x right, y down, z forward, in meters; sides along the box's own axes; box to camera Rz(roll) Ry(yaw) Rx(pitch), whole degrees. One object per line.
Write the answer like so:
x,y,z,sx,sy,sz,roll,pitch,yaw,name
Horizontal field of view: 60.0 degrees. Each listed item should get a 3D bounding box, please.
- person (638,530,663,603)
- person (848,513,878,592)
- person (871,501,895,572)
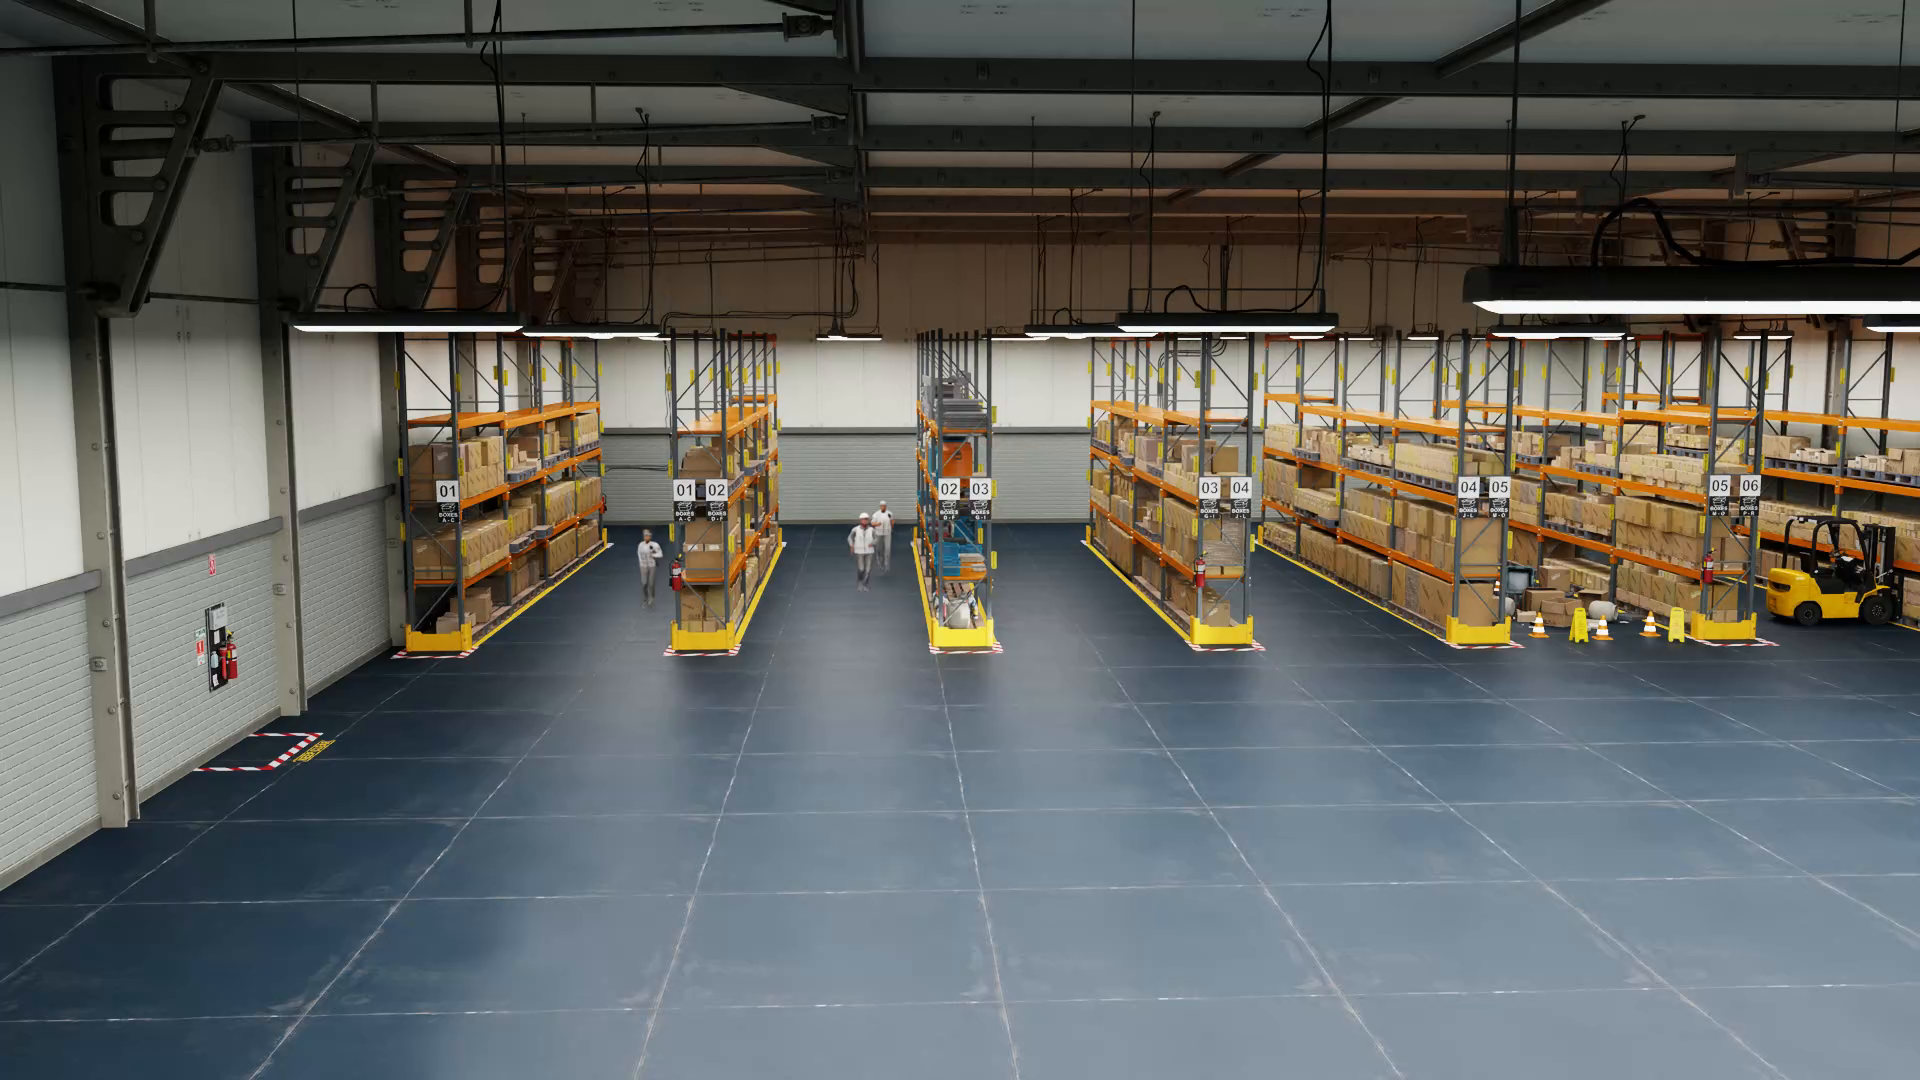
-6.749,0.551,36.203,0.584,1.597,0.733,0,7,-1,person
-2.097,0.290,36.321,0.644,1.754,0.592,-1,7,-12,person
-1.857,-0.088,40.189,0.602,1.704,0.877,-1,7,-6,person
